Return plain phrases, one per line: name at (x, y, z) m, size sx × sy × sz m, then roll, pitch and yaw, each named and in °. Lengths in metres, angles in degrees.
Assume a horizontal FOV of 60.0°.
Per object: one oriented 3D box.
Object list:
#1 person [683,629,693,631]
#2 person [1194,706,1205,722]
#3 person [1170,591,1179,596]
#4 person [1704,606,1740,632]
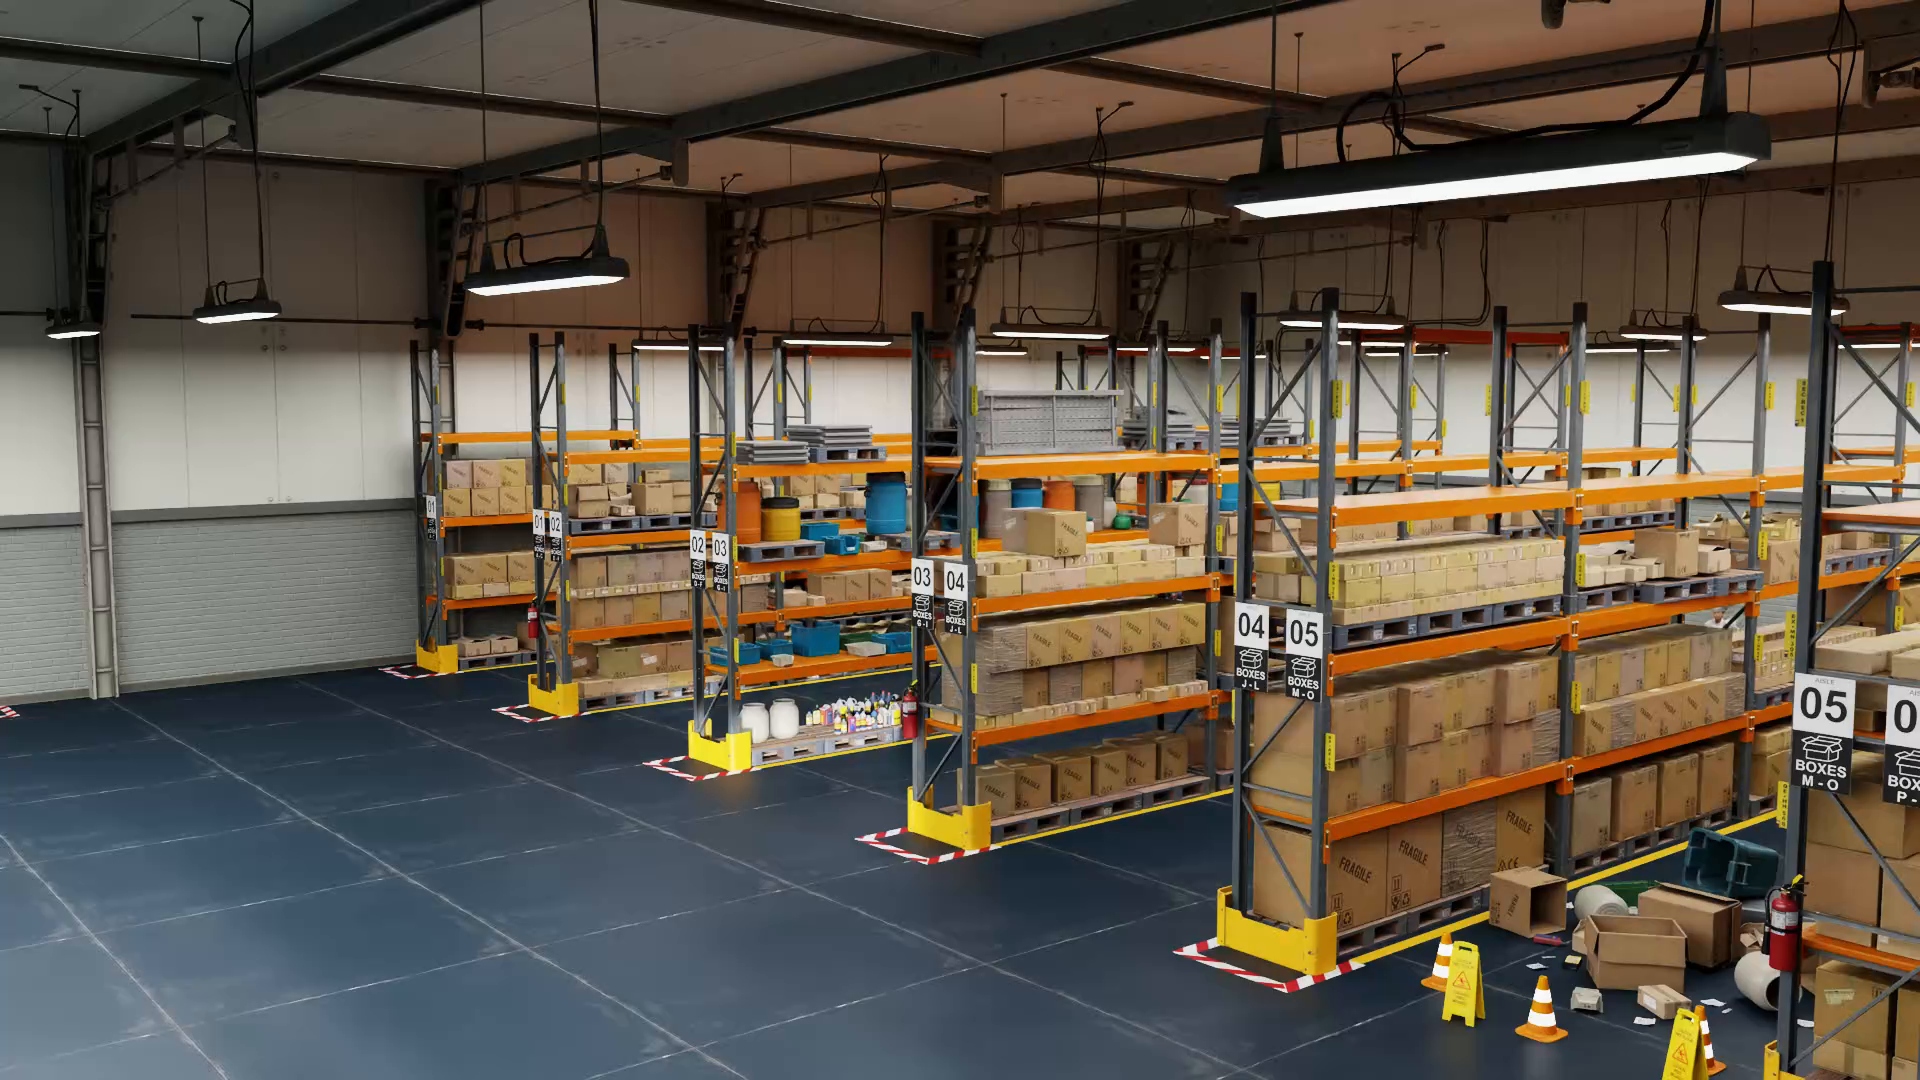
person at (-4.964, 1.508, 30.418) m, size 0.875 × 1.669 × 0.624 m, roll -5°, pitch 7°, yaw -45°
person at (3.354, 1.819, 23.717) m, size 0.602 × 1.779 × 0.652 m, roll -4°, pitch 7°, yaw -40°
person at (4.309, 1.365, 32.692) m, size 0.531 × 1.551 × 0.547 m, roll 5°, pitch 7°, yaw 41°
person at (12.287, 1.858, 26.885) m, size 0.608 × 1.681 × 0.880 m, roll 5°, pitch 7°, yaw 42°
